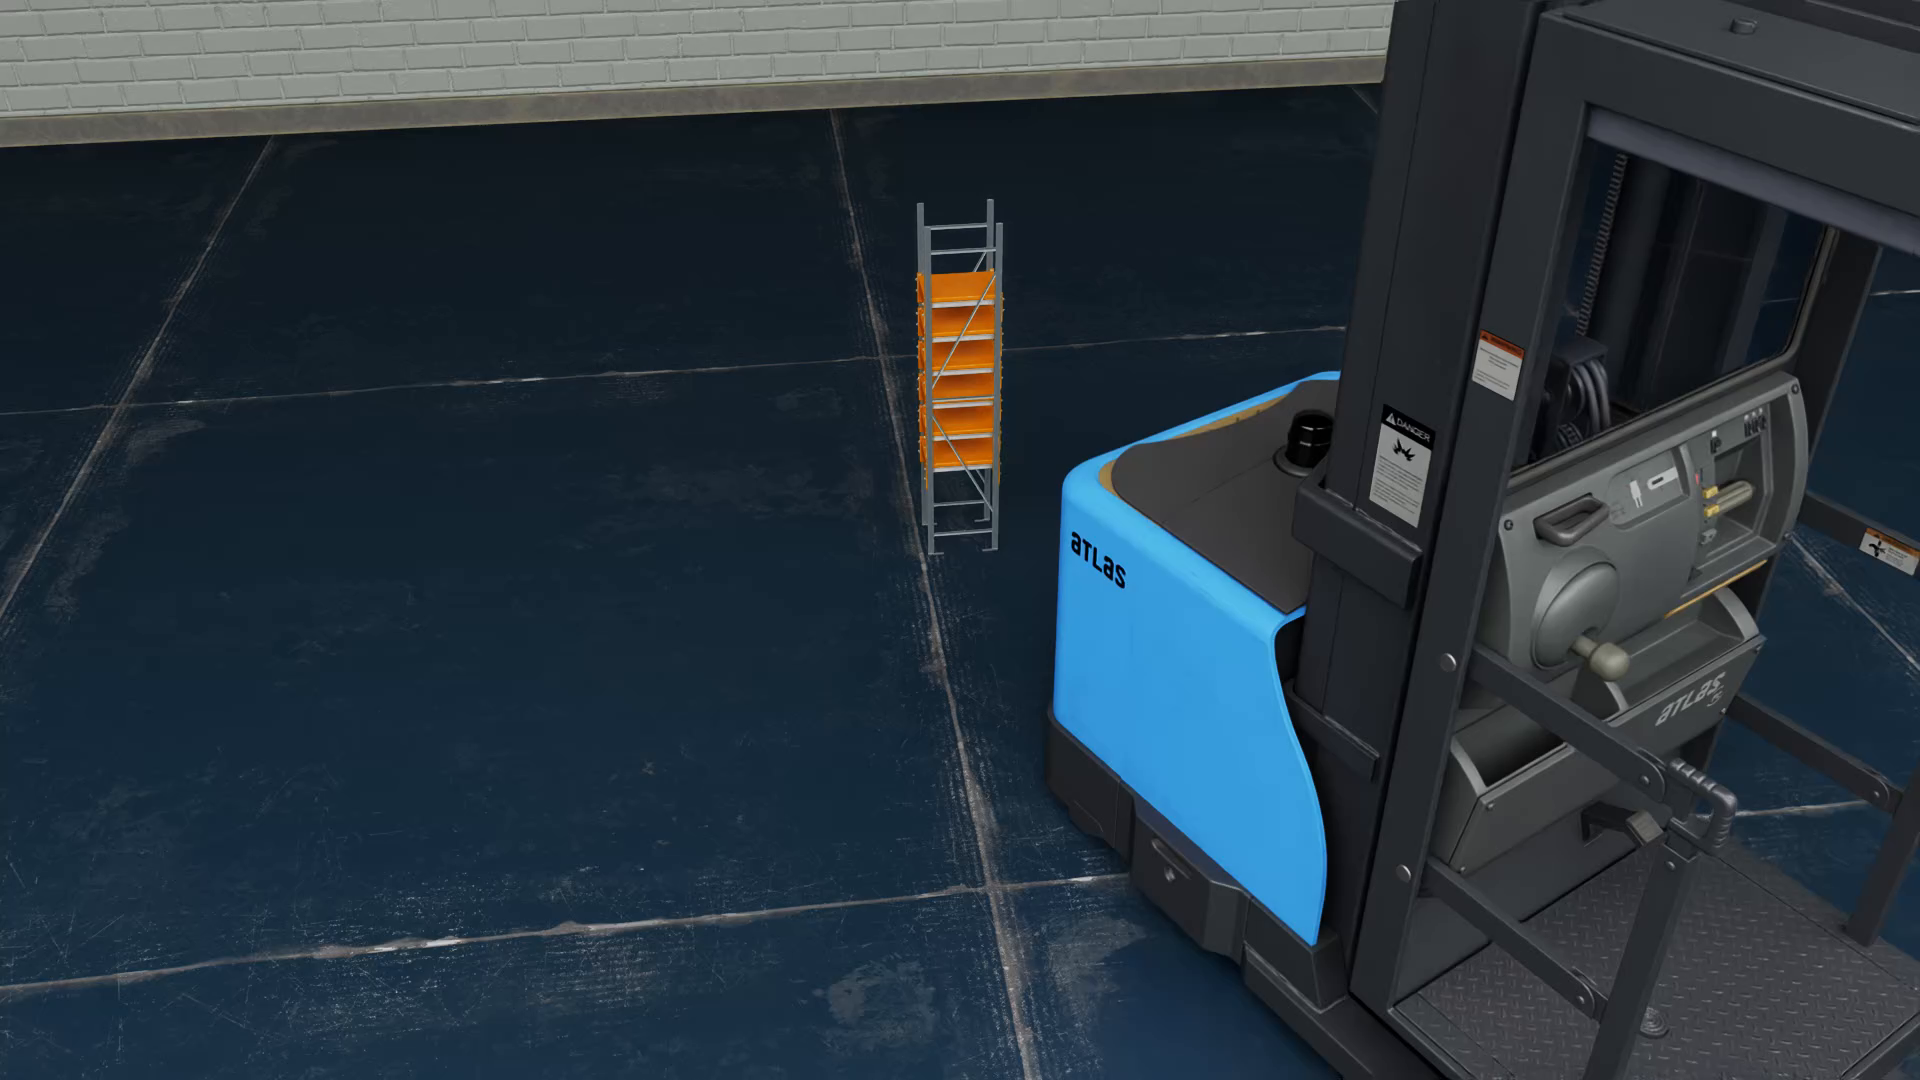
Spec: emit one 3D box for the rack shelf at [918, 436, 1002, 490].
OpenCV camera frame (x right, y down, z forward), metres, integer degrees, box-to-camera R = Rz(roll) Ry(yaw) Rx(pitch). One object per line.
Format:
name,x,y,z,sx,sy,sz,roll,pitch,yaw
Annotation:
rack shelf,-0.002,-0.269,5.584,0.258,0.103,0.180,-4,35,-6

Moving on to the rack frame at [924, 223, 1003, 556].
rack frame,0.010,-0.453,5.349,0.240,1.200,0.006,-4,35,-6

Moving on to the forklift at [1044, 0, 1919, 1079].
forklift,1.487,0.028,3.106,1.130,2.935,3.031,-21,40,-28

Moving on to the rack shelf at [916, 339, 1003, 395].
rack shelf,-0.002,-0.566,5.381,0.258,0.103,0.180,-4,35,-6

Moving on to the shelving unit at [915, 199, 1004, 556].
shelving unit,-0.002,-0.504,5.424,0.258,1.200,0.189,-4,35,-6

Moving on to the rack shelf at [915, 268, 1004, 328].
rack shelf,-0.002,-0.765,5.246,0.258,0.103,0.180,-4,35,-6

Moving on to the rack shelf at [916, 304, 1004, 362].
rack shelf,-0.002,-0.665,5.314,0.258,0.103,0.180,-4,35,-6

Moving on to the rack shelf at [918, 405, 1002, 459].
rack shelf,-0.002,-0.368,5.517,0.258,0.103,0.180,-4,35,-6

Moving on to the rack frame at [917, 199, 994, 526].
rack frame,-0.014,-0.555,5.499,0.240,1.200,0.006,-4,35,-6

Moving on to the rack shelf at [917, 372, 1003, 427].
rack shelf,-0.002,-0.467,5.449,0.258,0.103,0.180,-4,35,-6
